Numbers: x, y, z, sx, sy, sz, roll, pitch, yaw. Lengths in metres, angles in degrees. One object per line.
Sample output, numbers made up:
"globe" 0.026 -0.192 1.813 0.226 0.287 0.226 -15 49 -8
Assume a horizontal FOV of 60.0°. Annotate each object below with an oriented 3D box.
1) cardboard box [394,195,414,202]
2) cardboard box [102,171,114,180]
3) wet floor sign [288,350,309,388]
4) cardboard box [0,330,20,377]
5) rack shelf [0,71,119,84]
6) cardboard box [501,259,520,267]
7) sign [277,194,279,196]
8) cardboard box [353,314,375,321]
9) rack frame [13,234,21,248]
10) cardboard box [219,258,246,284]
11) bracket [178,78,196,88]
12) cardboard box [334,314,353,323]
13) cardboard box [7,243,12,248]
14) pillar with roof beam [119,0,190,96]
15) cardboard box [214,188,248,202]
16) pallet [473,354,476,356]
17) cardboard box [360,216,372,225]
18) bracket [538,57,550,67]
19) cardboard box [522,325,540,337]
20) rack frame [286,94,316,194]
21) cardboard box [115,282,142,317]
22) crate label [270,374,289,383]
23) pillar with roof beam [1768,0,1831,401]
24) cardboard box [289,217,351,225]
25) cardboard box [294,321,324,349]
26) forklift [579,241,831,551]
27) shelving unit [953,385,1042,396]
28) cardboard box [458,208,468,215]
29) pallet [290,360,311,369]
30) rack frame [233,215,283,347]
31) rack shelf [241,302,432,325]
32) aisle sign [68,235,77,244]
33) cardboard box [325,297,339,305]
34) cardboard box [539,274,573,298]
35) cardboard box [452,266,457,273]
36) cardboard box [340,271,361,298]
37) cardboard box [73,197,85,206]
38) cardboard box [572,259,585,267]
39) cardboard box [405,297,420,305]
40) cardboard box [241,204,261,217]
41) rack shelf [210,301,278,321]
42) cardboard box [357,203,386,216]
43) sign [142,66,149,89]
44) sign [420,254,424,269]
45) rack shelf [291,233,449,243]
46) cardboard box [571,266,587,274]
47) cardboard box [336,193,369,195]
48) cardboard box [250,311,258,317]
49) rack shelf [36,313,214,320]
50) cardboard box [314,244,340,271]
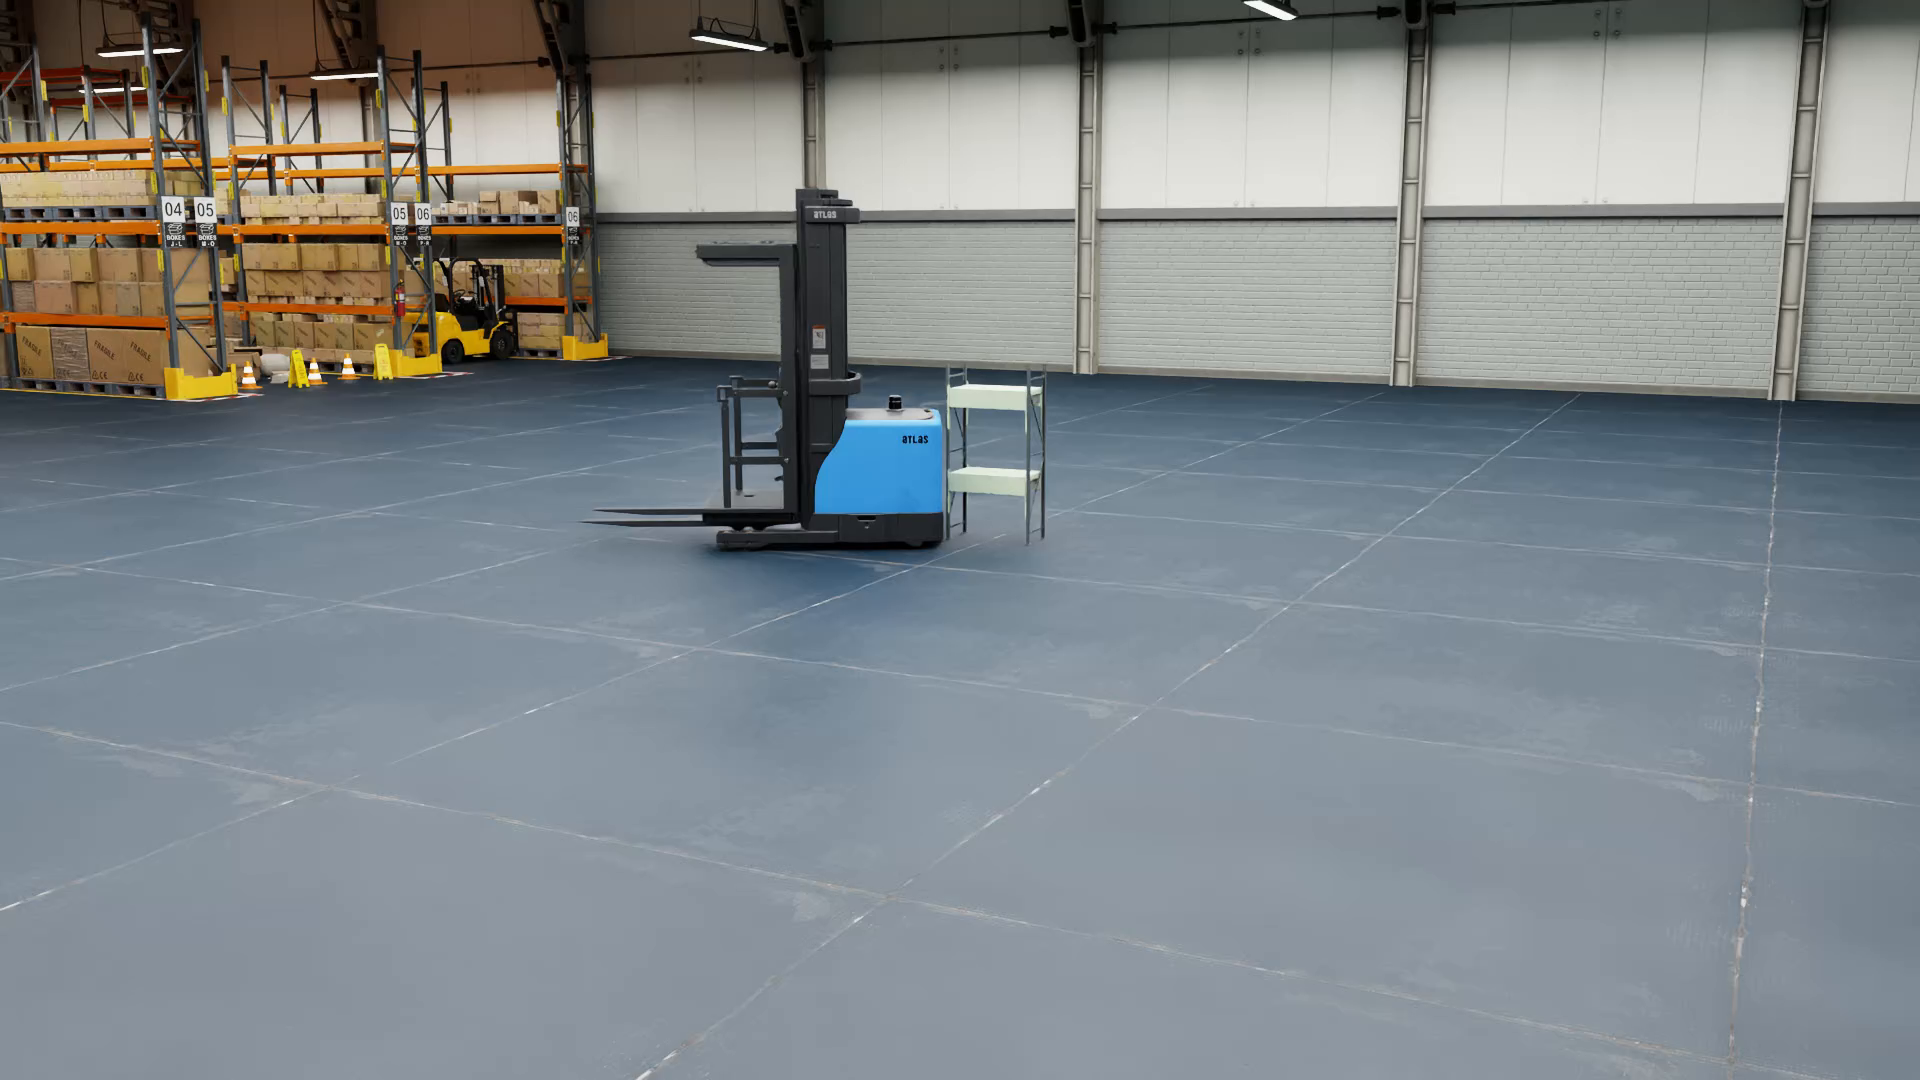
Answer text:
"cardboard box" -10.545 -6.432 31.388 0.250 0.149 0.380 5 11 25
"cardboard box" -13.554 -5.861 26.775 0.250 0.149 0.380 5 12 27
"wet floor sign" -11.514 -2.983 28.901 0.232 0.644 0.267 3 11 16
"cardboard box" -16.600 -3.277 29.052 0.750 0.750 1.050 5 11 26
"rack shelf" -19.284 -9.718 34.944 3.687 0.071 0.831 5 11 26
"cardboard box" -9.727 -6.013 36.095 0.250 0.149 0.380 5 12 27
"sign" -13.670 -6.759 33.279 0.005 0.325 0.100 5 11 26
"cardboard box" -13.551 -4.933 38.554 0.625 0.625 0.875 5 11 23
"rack frame" -21.078 -5.572 36.594 0.127 3.000 1.000 5 11 26
"cardboard box" -14.420 -5.343 33.036 0.500 0.500 0.500 5 11 25
"bracket" -18.896 -11.198 40.725 0.430 0.232 0.235 5 11 26
"cardboard box" -11.733 -4.228 31.783 0.250 0.149 0.380 5 12 27
"cardboard box" -21.246 -6.499 36.804 0.250 0.149 0.380 5 11 25
"pillar with roof beam" -21.100 -11.756 37.037 0.548 2.987 8.718 5 11 26
"cardboard box" -14.480 -6.822 32.915 0.500 0.250 0.500 5 12 27
"pallet" -11.016 -4.293 37.357 1.213 0.211 1.003 5 11 26
"cardboard box" -10.998 -5.976 31.112 0.250 0.149 0.380 5 11 26
"bracket" -8.878 -10.317 35.862 0.430 0.232 0.235 5 11 26
"cardboard box" -9.143 -4.549 36.078 0.500 0.250 0.500 5 11 25
"rack frame" -15.299 -9.001 38.697 0.053 2.616 0.949 5 11 26
"cardboard box" -13.272 -3.963 27.285 0.550 0.550 0.875 5 11 26
"crate label" -12.192 -2.893 29.833 0.298 0.136 0.250 -1 10 -4
"pillar with roof beam" 11.269 -5.991 22.066 0.400 9.000 9.100 5 11 26
"cardboard box" -12.014 -6.074 31.651 1.532 0.149 0.479 5 11 25
"cardboard box" -12.545 -3.993 32.306 0.500 0.500 0.500 6 12 29
"forklift" -2.095 -1.344 13.984 2.170 2.733 1.118 0 10 -2
"shelving unit" 0.305 -1.259 14.032 0.686 0.052 0.368 4 11 23
"cardboard box" -10.753 -7.198 36.403 0.250 0.149 0.380 5 12 28
"pallet" -13.286 -3.522 33.098 1.213 0.211 1.003 5 11 26
"rack frame" -13.904 -4.941 33.110 0.127 3.000 1.000 5 11 26
"rack shelf" -12.110 -4.430 32.304 4.000 0.370 1.077 5 11 26
"aisle sign" -22.663 -7.918 42.256 0.004 0.787 0.394 5 11 26
"cardboard box" -11.925 -4.587 31.860 0.250 0.149 0.380 5 11 25
"cardboard box" -8.681 -5.465 35.724 0.500 0.500 0.500 5 11 25
"cardboard box" -11.062 -5.999 36.855 0.250 0.149 0.380 5 11 26
"cardboard box" -11.372 -4.861 31.549 0.500 0.500 0.500 5 11 26
"cardboard box" -14.232 -5.528 27.176 0.250 0.149 0.380 5 11 27
"cardboard box" -8.330 -5.995 35.992 0.250 0.149 0.380 5 11 25
"cardboard box" -10.530 -4.562 31.722 0.250 0.149 0.380 5 11 26
"cardboard box" -13.630 -6.412 32.397 0.500 0.250 0.500 5 11 25
"rack shelf" -15.697 -4.745 34.045 4.000 0.370 1.077 5 11 26
"cardboard box" -10.895 -6.172 31.074 0.500 0.250 0.500 5 11 25
"sign" -12.669 -7.193 25.860 0.005 0.325 0.100 5 11 26
"sign" -11.942 -6.178 36.913 0.005 0.325 0.100 5 11 26
"rack shelf" -13.504 -7.014 38.160 4.000 0.370 1.077 5 11 26
"cardboard box" -8.313 -5.856 36.061 0.250 0.149 0.380 5 11 24
"cardboard box" -13.843 -7.655 37.938 0.500 0.500 0.500 5 12 27
"cardboard box" -16.769 -5.436 39.861 0.250 0.149 0.380 5 11 25
"rack shelf" -14.210 -3.763 27.868 3.809 0.052 0.919 5 11 26
"cardboard box" -11.825 -5.384 31.632 0.500 0.500 0.700 5 11 25
